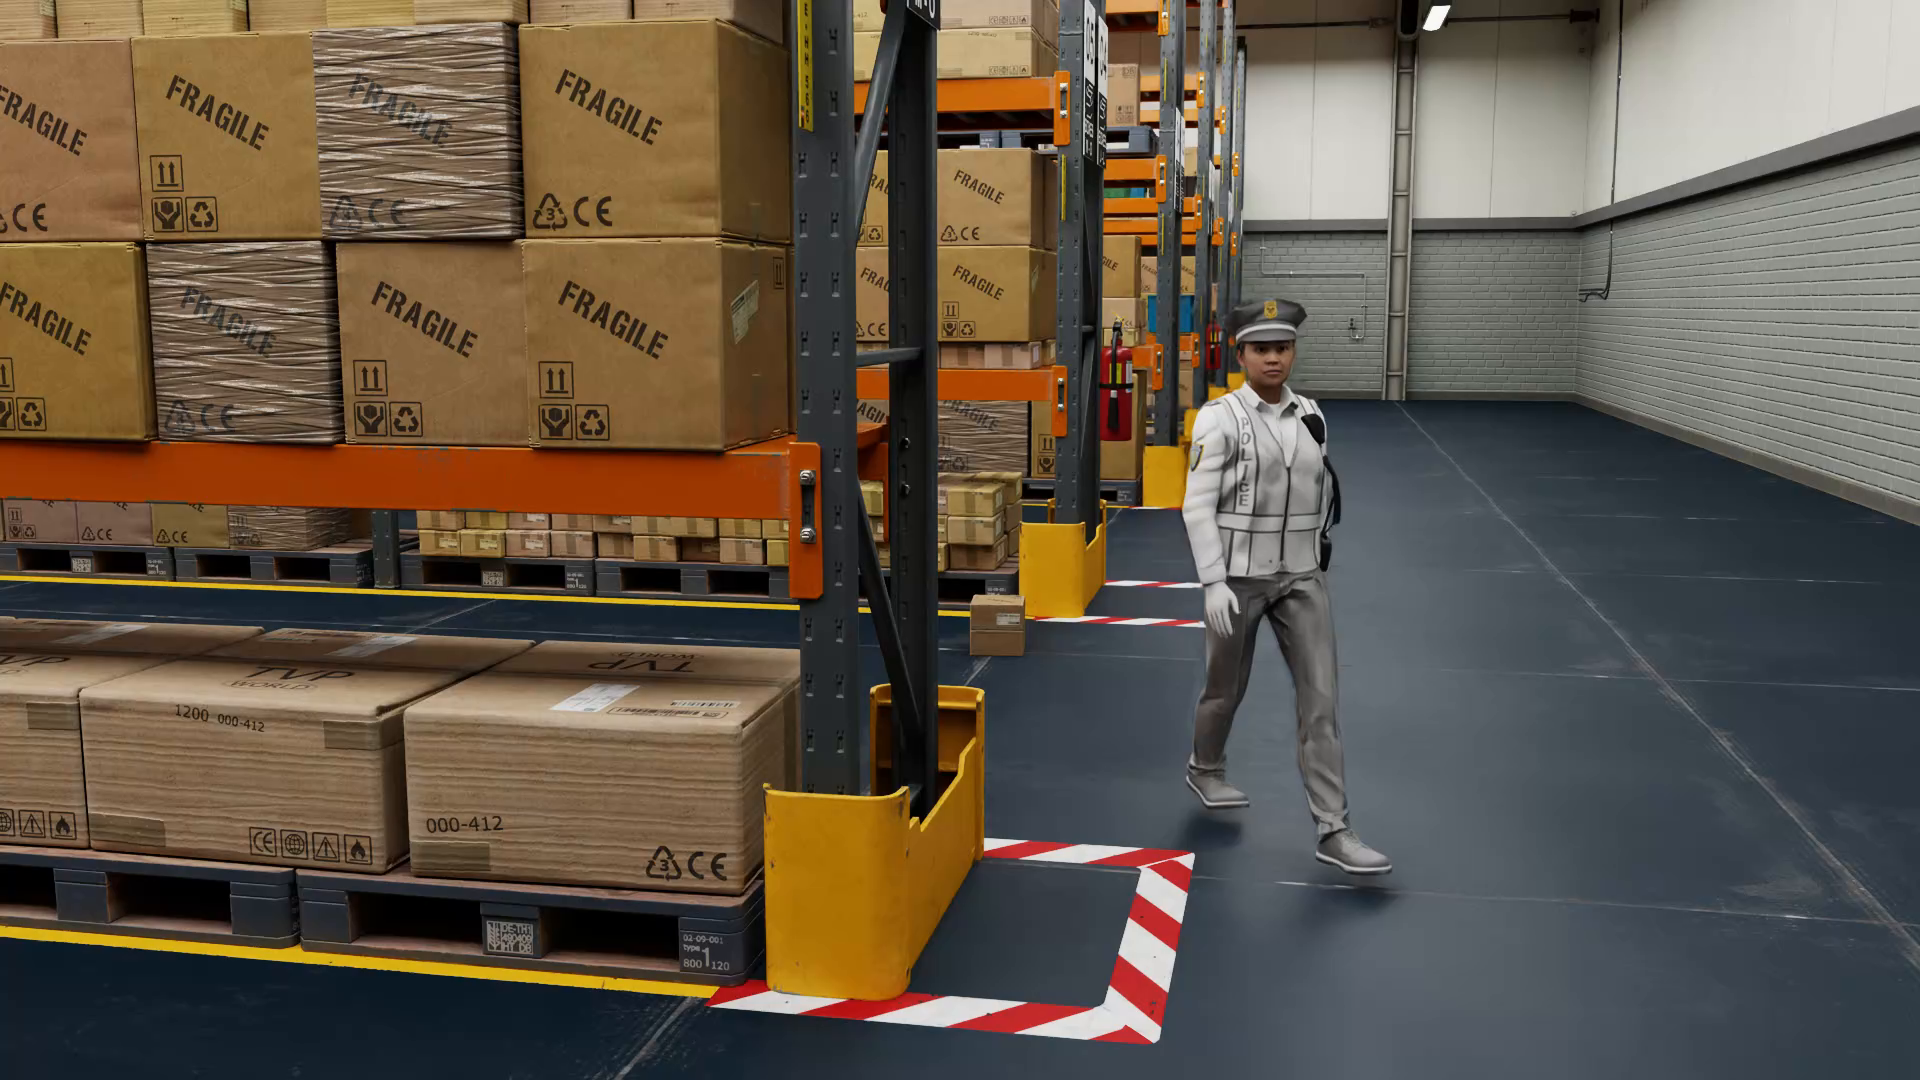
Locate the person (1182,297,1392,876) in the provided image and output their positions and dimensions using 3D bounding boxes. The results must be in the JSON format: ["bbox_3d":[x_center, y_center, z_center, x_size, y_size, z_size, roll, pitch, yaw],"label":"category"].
[{"bbox_3d":[0.923,0.101,4.943,0.527,1.631,0.967,-2,8,-14],"label":"person"}]
